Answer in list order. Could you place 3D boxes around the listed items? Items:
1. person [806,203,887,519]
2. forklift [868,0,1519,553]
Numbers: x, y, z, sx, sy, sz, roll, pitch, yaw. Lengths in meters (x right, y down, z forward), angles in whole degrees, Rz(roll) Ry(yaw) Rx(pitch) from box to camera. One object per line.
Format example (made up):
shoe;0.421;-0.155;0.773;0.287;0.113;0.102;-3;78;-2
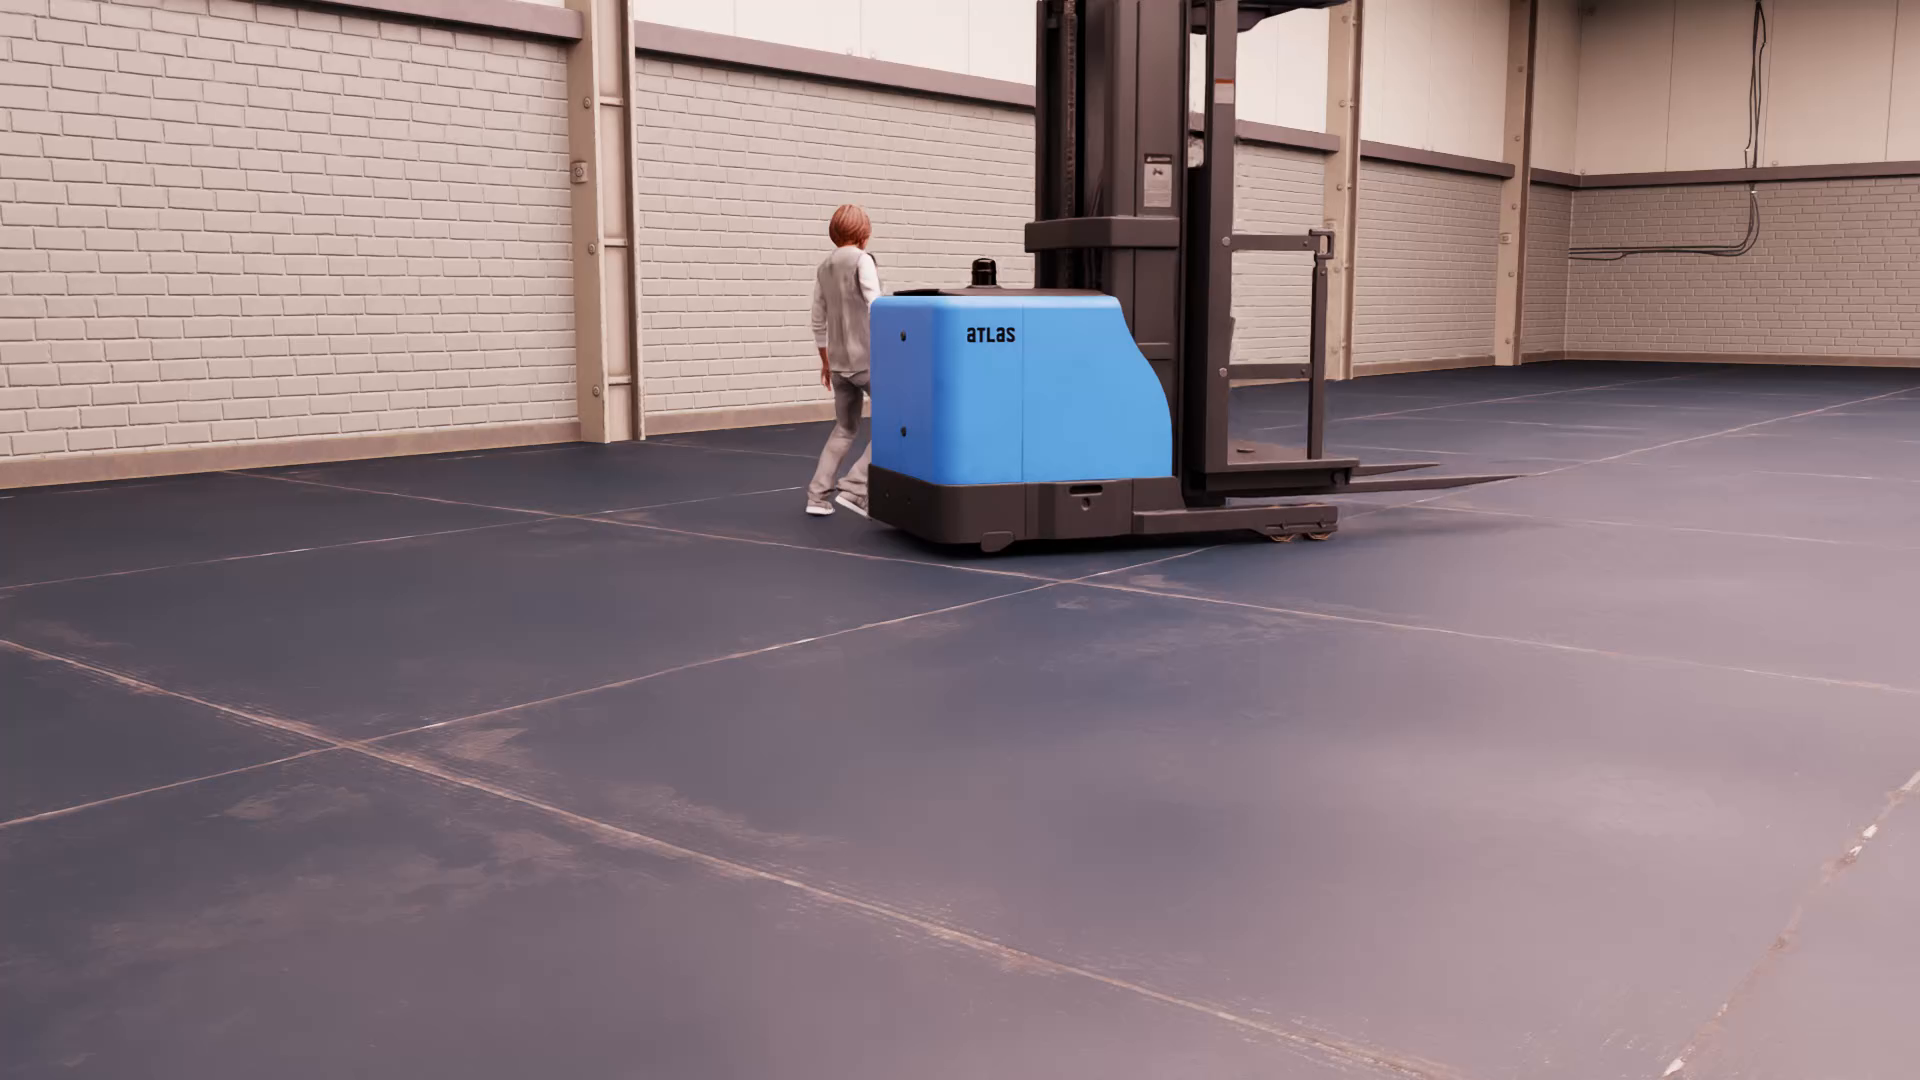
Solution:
person;-0.498;-0.851;8.015;0.434;1.523;0.740;-6;10;-37
forklift;1.150;-1.506;7.575;3.031;2.935;1.130;-3;9;-20
